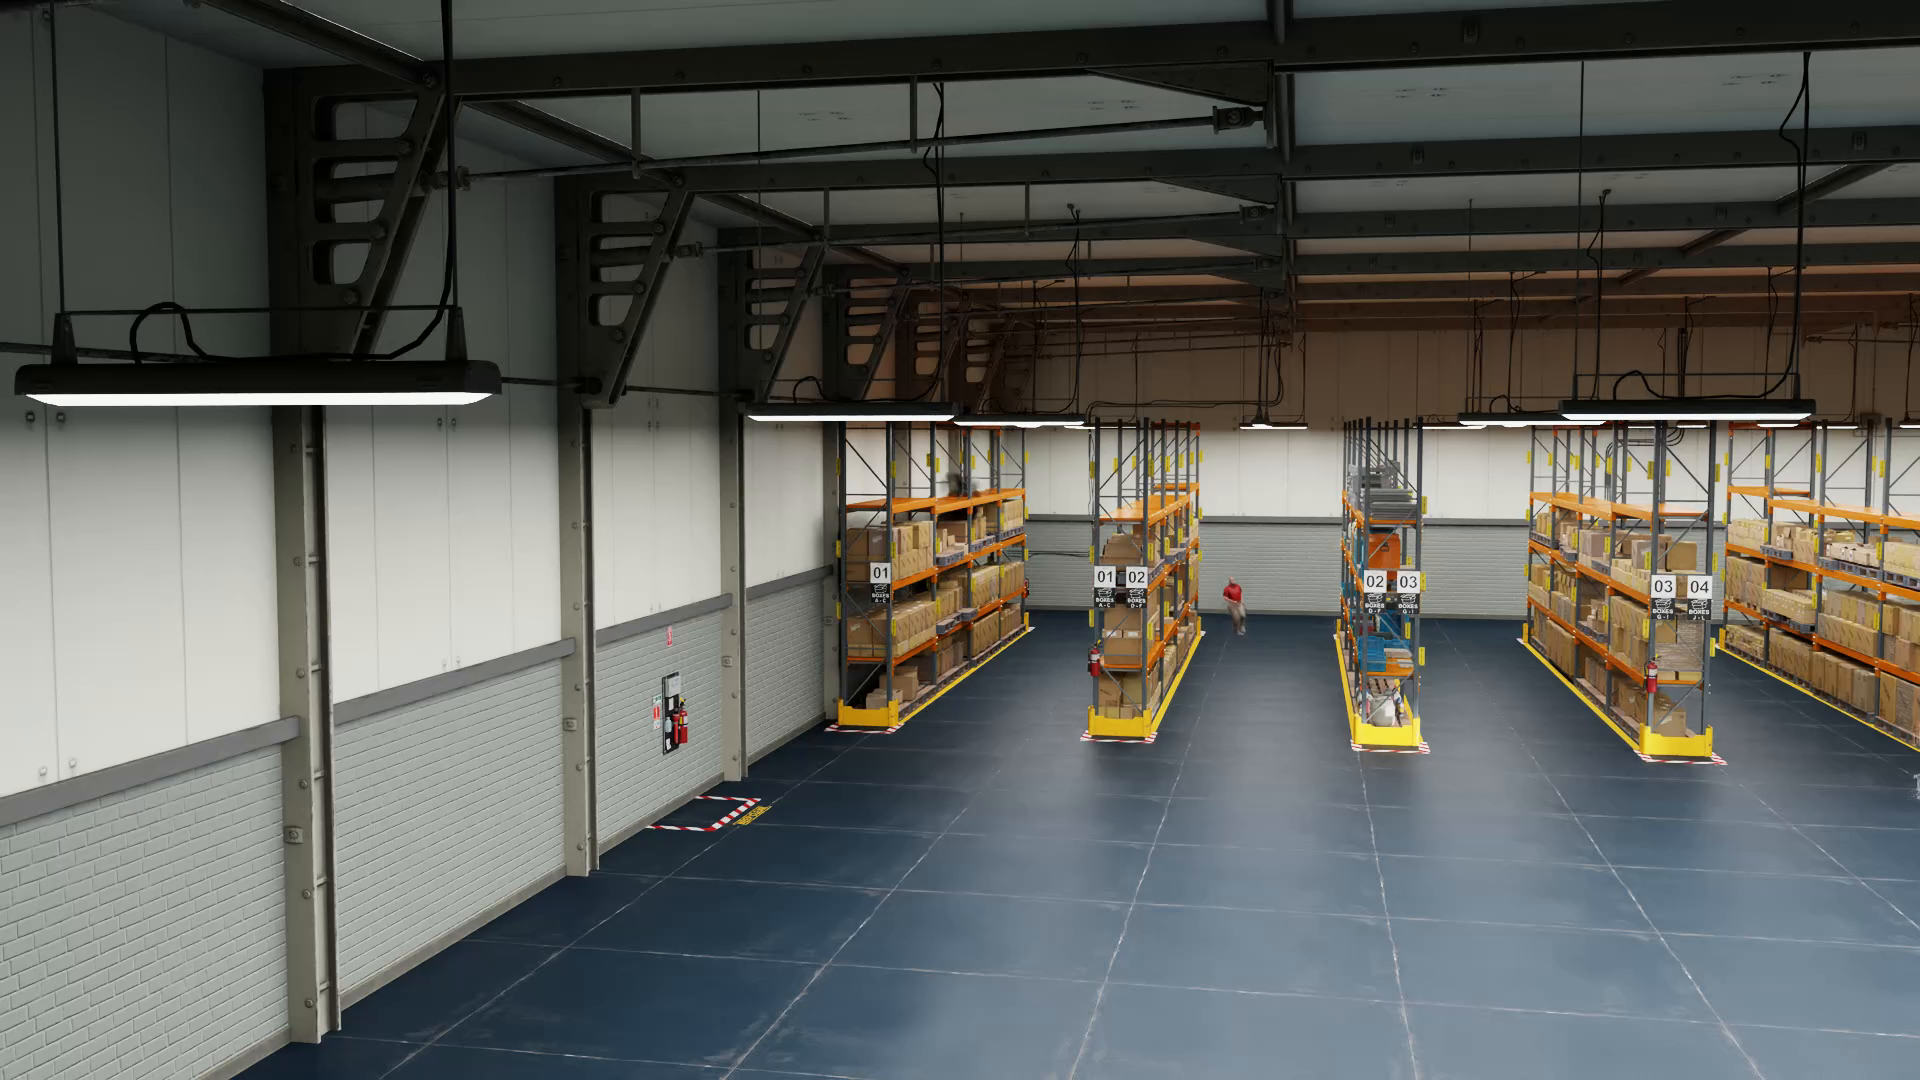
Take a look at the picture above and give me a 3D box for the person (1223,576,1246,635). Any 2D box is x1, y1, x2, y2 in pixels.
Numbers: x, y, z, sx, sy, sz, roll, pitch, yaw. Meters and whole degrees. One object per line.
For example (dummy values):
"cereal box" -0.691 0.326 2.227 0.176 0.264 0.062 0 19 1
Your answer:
"person" 7.734 1.854 46.738 0.683 1.655 0.610 -1 4 -16

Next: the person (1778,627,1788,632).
"person" 22.079 2.035 44.403 0.634 1.615 0.558 0 4 -6
